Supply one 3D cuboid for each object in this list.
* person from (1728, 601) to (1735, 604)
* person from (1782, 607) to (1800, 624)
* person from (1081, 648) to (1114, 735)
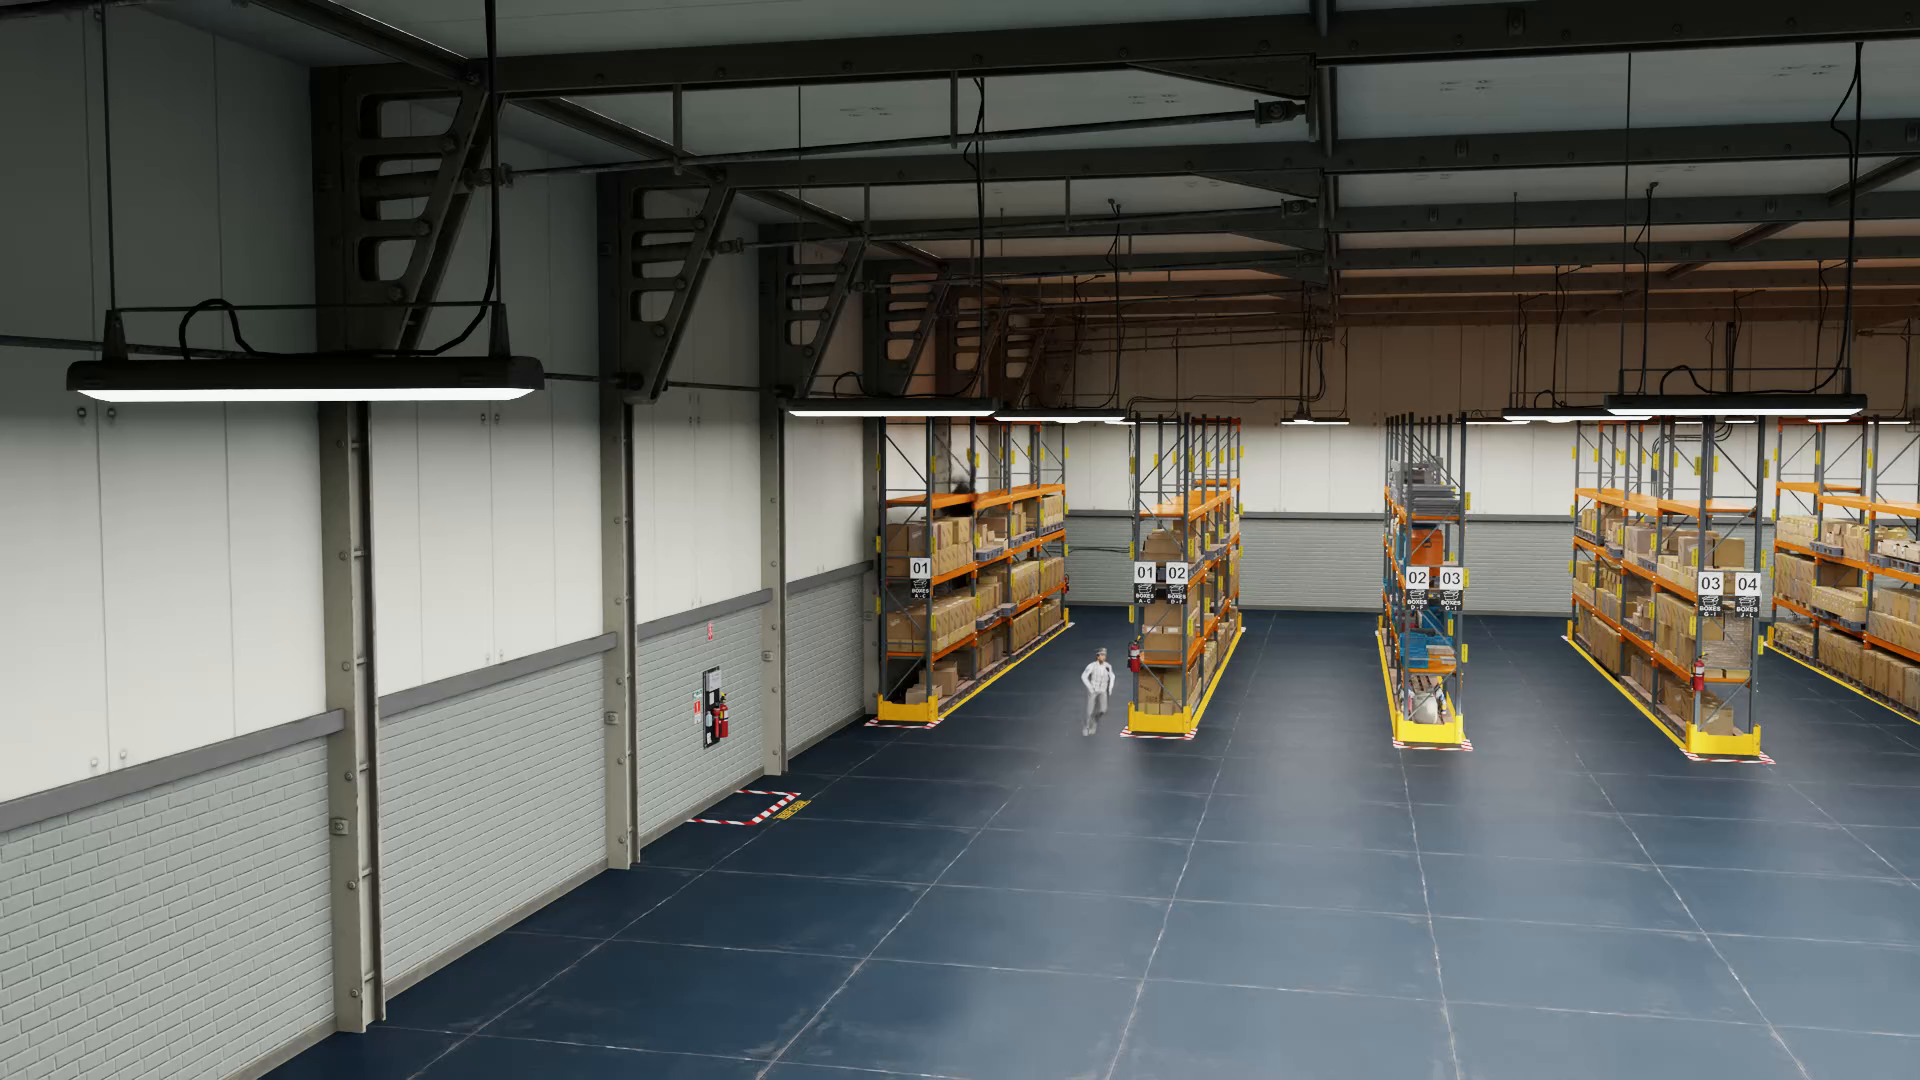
[{"bbox_3d":[19.810,2.025,42.771,0.605,1.699,0.687,1,4,16],"label":"person"},{"bbox_3d":[22.549,1.919,44.830,0.694,1.573,0.541,0,4,-6],"label":"person"},{"bbox_3d":[2.582,2.811,30.831,0.679,1.634,0.548,-1,4,-10],"label":"person"}]
